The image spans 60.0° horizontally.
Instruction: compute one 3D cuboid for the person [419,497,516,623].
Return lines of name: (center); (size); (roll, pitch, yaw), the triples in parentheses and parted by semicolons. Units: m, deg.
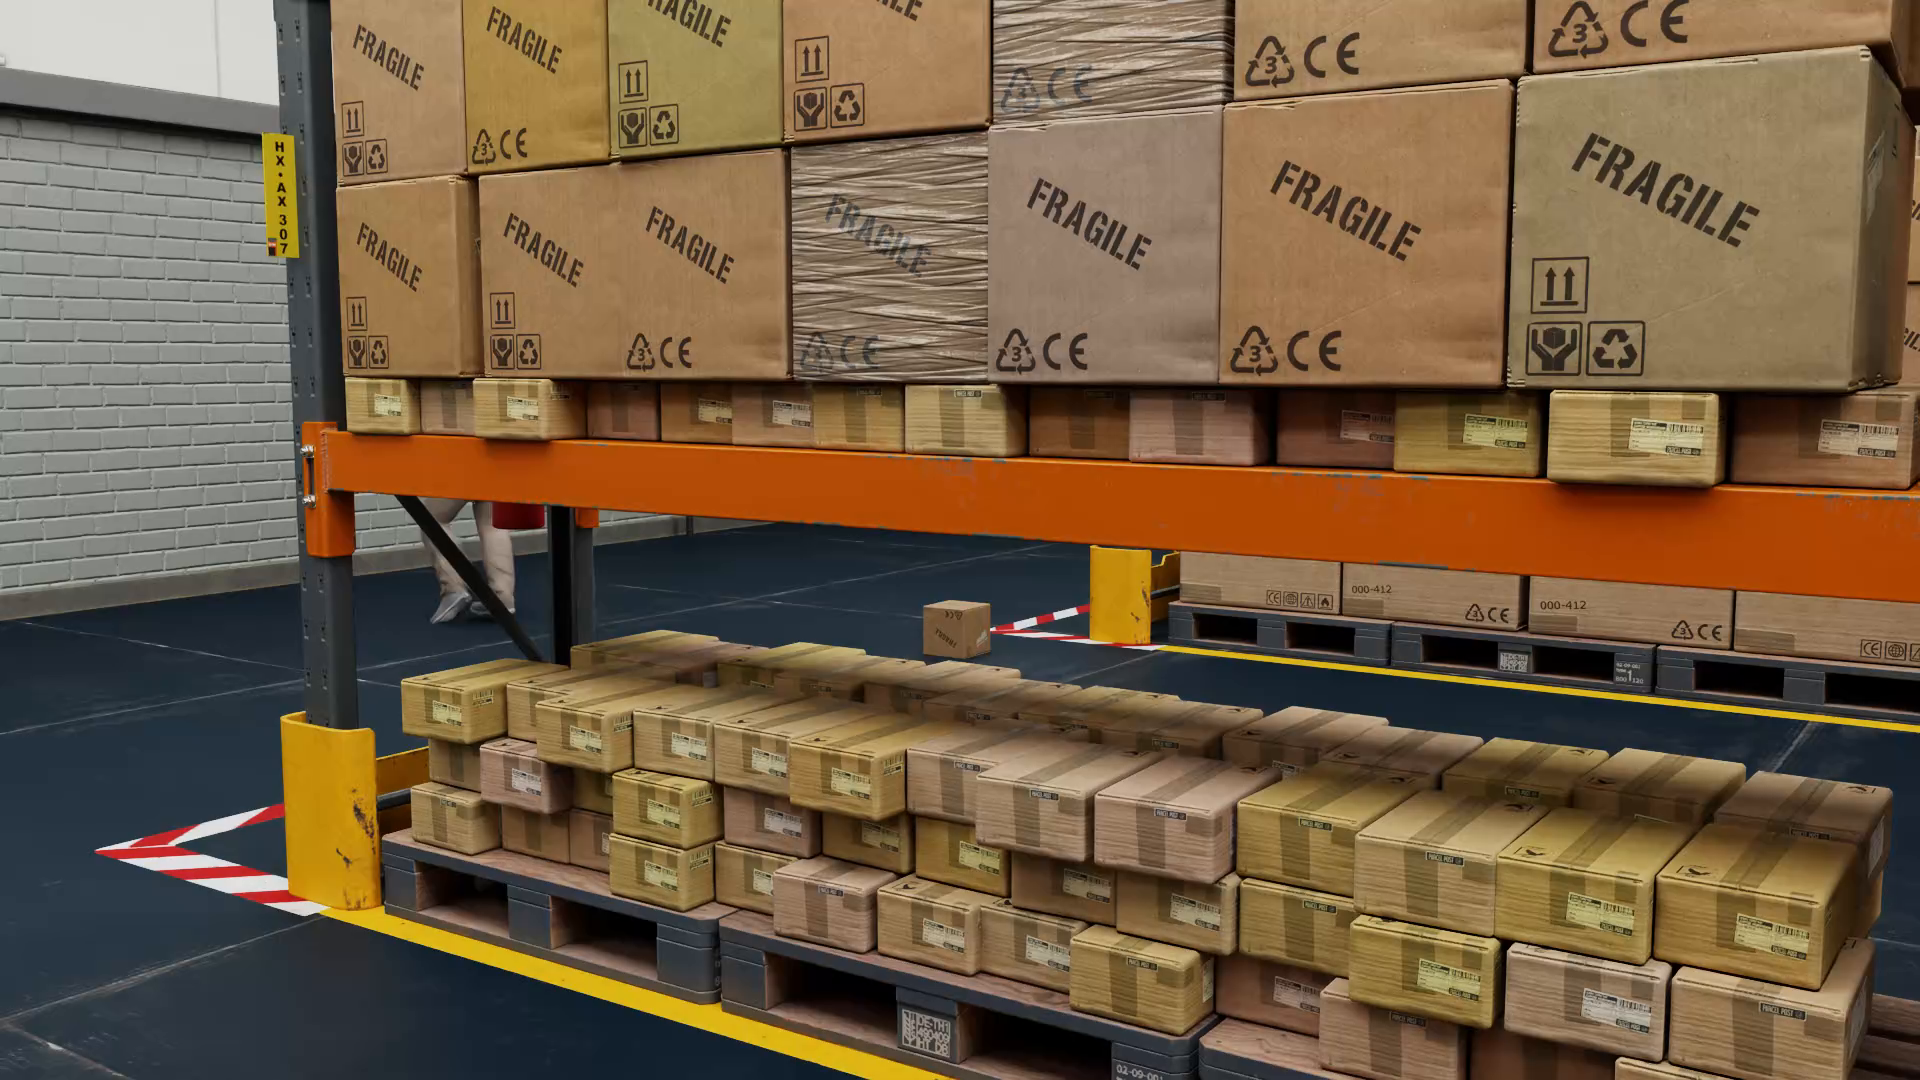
person: (-2.782, -0.379, 9.484); (0.509, 1.805, 0.577); (4, 8, 34)
